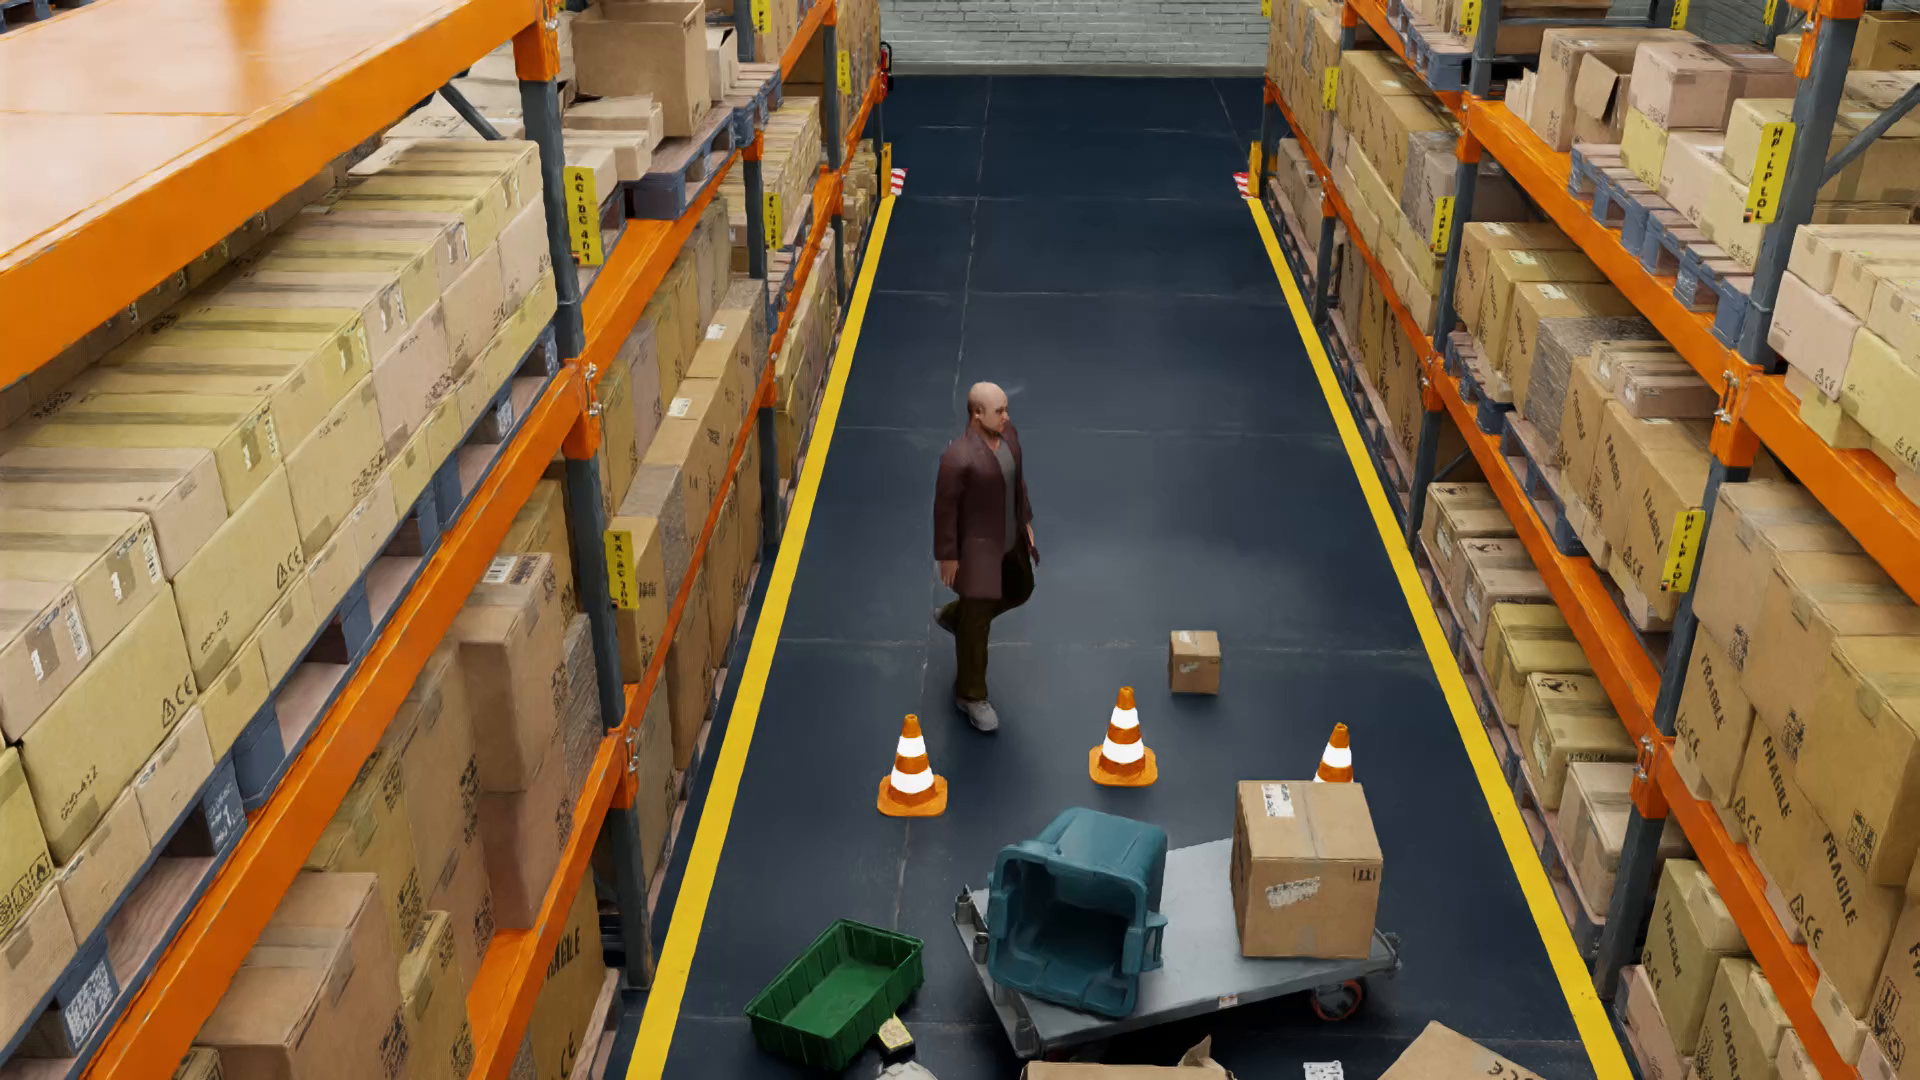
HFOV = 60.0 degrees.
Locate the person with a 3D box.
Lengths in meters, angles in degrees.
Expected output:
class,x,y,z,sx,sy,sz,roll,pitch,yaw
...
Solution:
class,x,y,z,sx,sy,sz,roll,pitch,yaw
person,0.081,0.006,8.587,0.703,1.771,0.697,18,32,30
